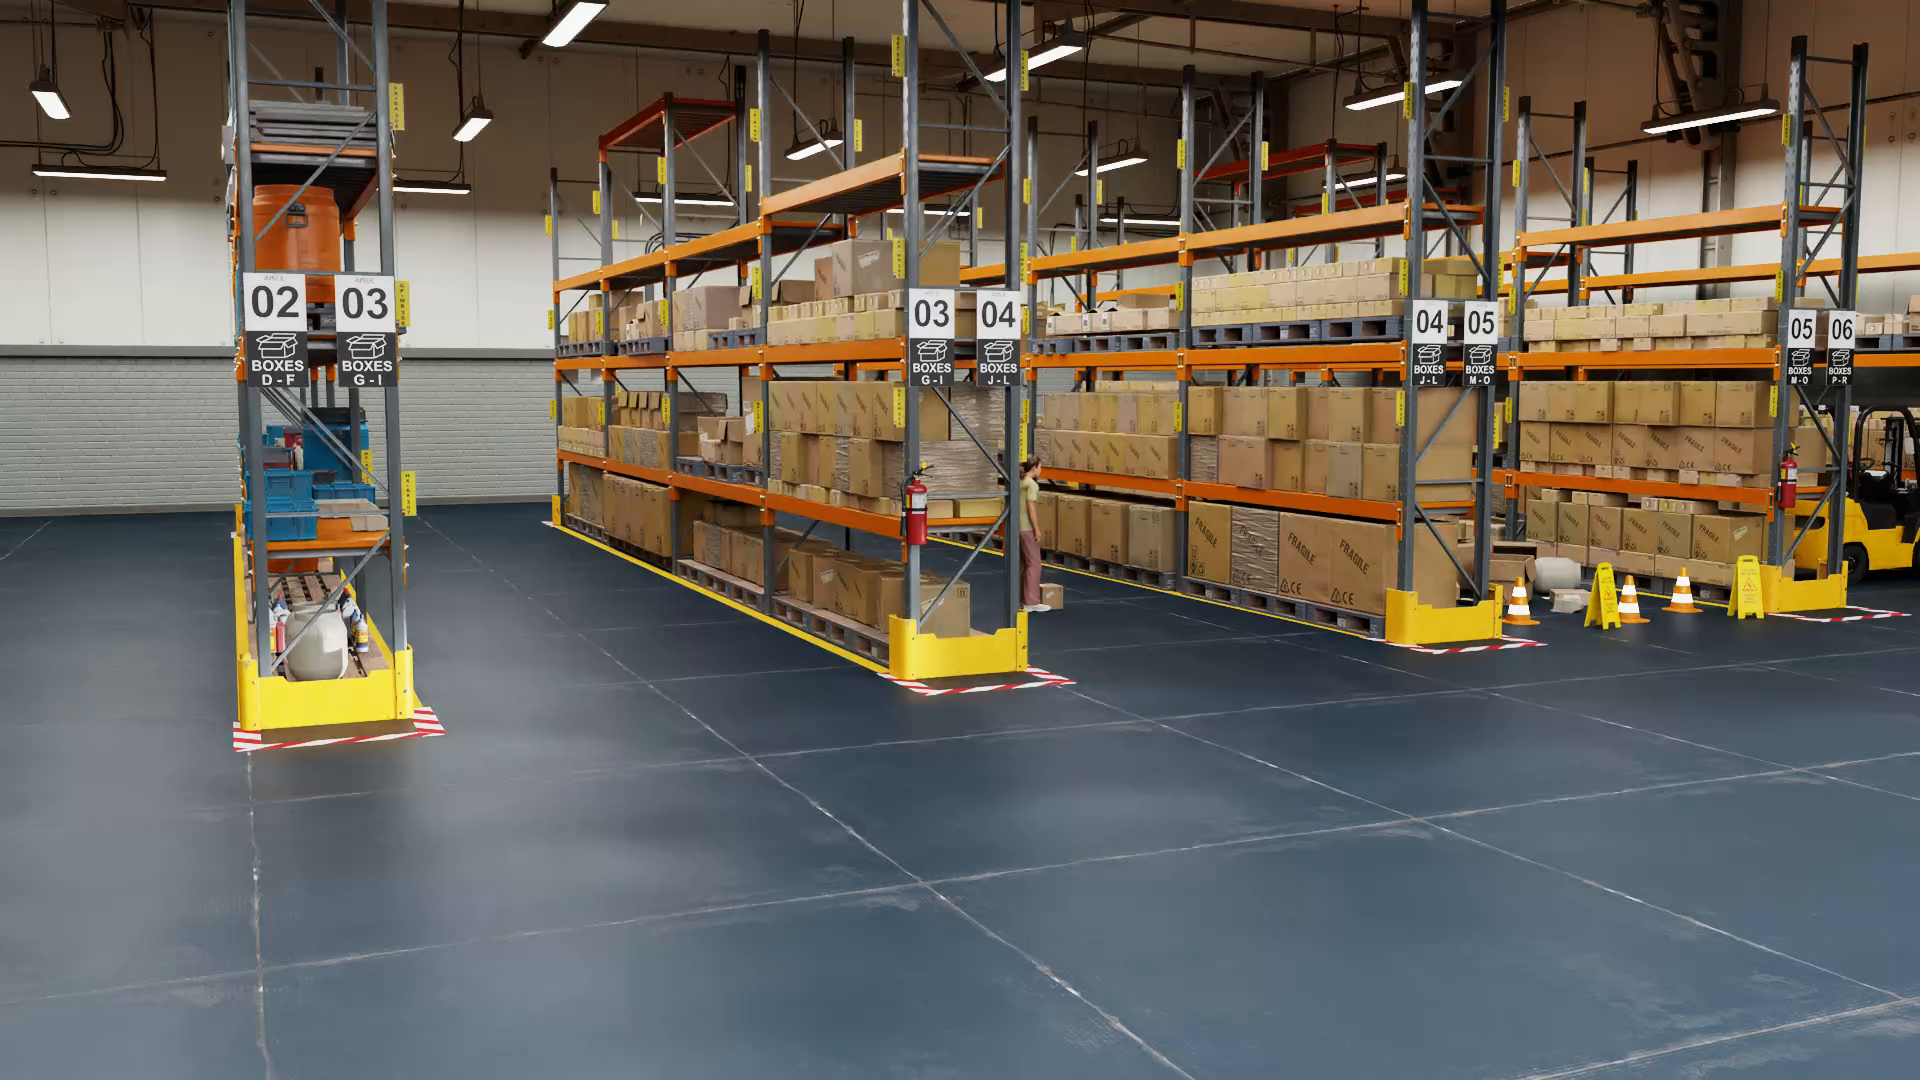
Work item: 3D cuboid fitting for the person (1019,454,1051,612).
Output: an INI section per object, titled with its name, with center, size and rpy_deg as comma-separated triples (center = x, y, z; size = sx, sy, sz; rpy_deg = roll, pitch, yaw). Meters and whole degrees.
[person]
center = 0.726, -0.083, 17.835
size = 0.362, 1.673, 0.499
rpy_deg = -3, 6, -26
